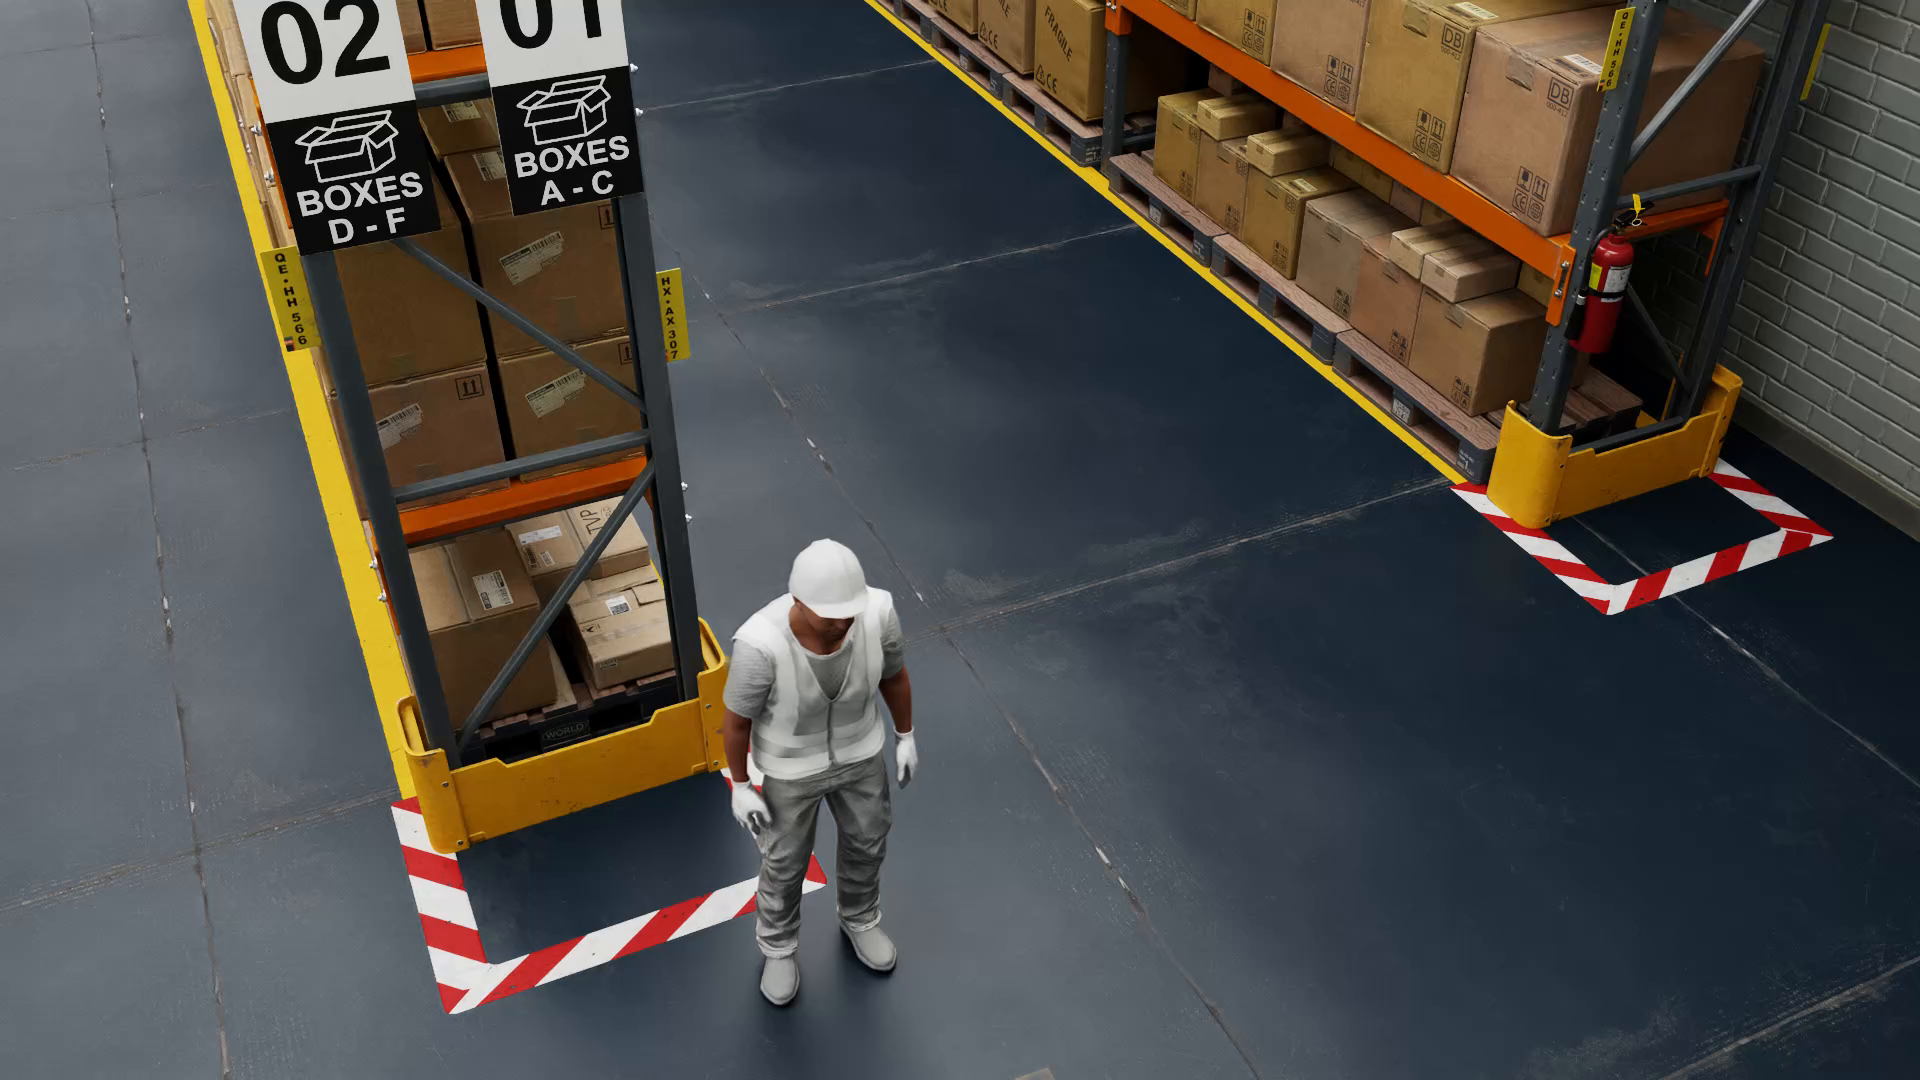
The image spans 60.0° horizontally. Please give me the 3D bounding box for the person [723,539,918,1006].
[{"bbox_3d":[-0.424,0.702,5.209,0.625,1.772,0.451,-15,39,-19],"label":"person"}]
